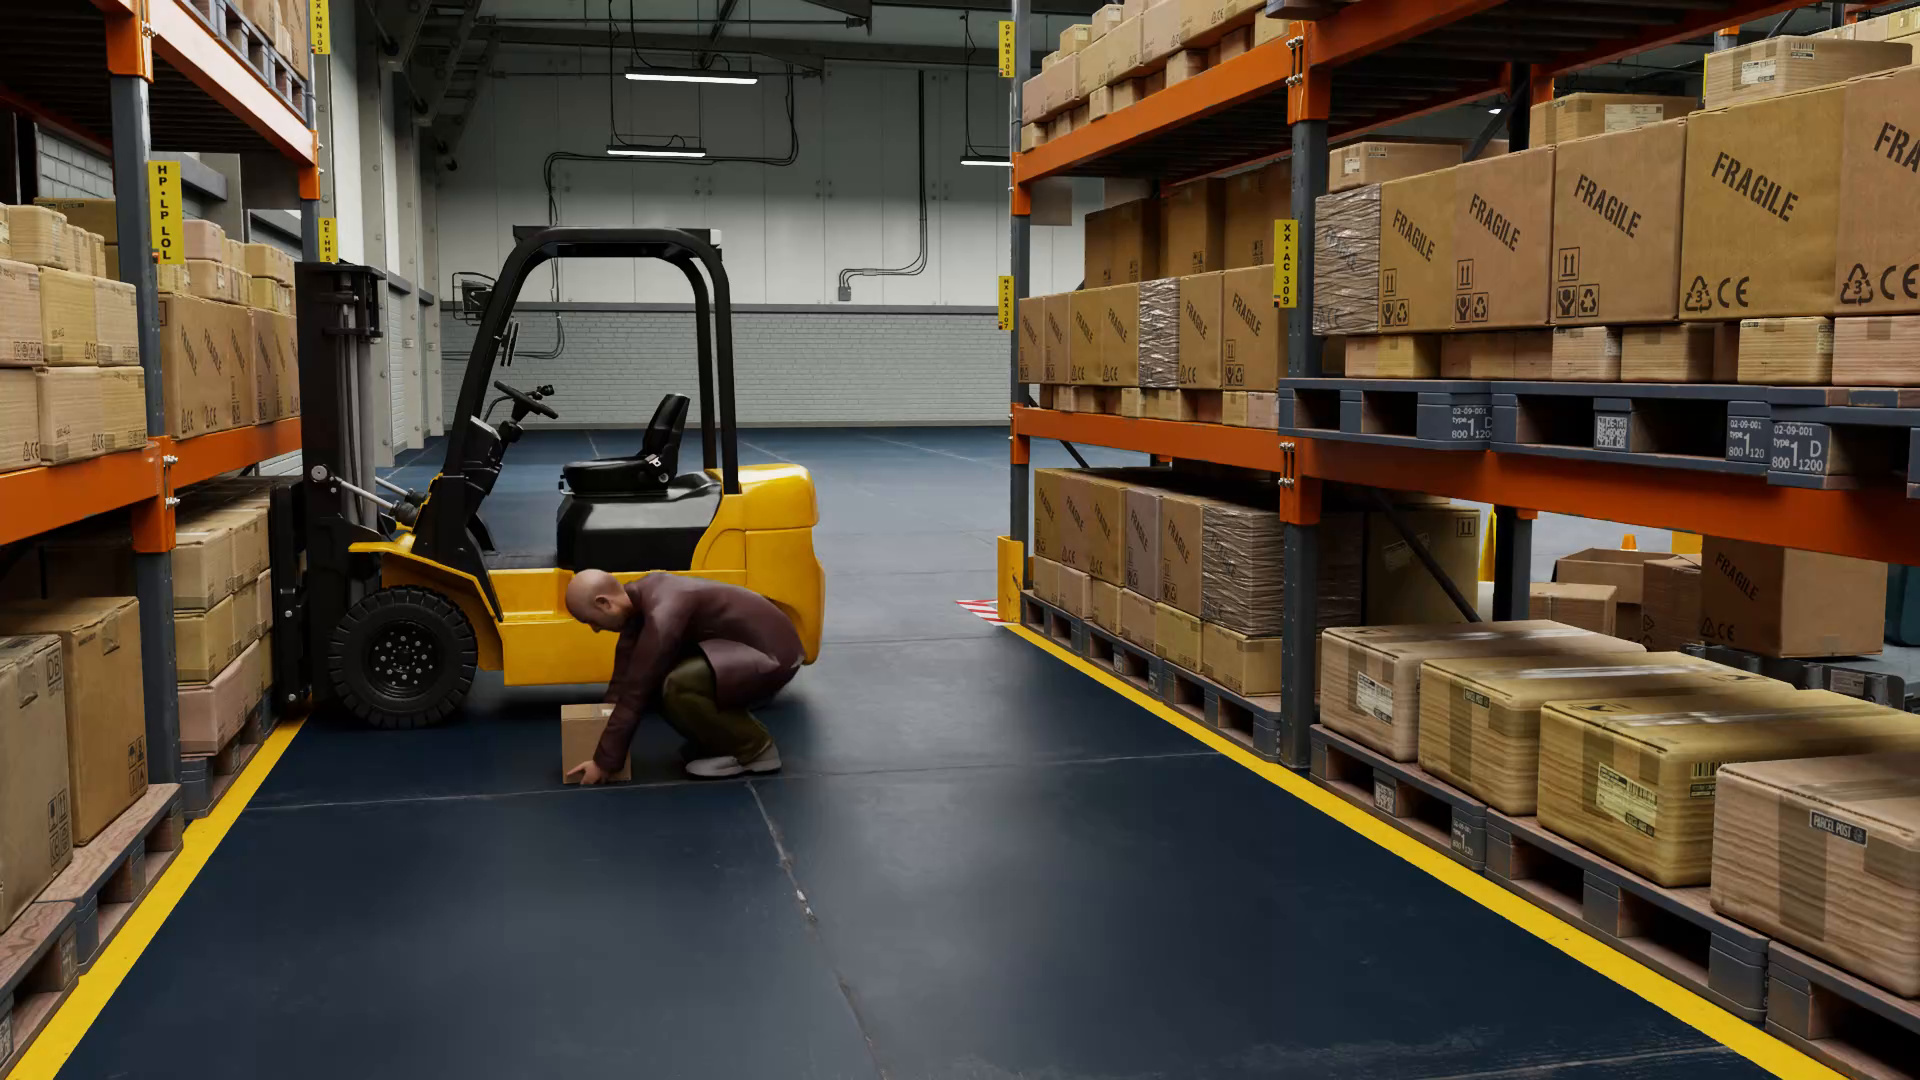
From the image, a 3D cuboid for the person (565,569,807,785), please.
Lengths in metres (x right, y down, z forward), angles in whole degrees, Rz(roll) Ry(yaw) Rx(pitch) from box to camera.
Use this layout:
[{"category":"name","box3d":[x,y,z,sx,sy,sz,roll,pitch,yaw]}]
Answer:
[{"category":"person","box3d":[-1.053,0.535,6.401,0.924,0.859,0.580,-2,6,-15]}]
